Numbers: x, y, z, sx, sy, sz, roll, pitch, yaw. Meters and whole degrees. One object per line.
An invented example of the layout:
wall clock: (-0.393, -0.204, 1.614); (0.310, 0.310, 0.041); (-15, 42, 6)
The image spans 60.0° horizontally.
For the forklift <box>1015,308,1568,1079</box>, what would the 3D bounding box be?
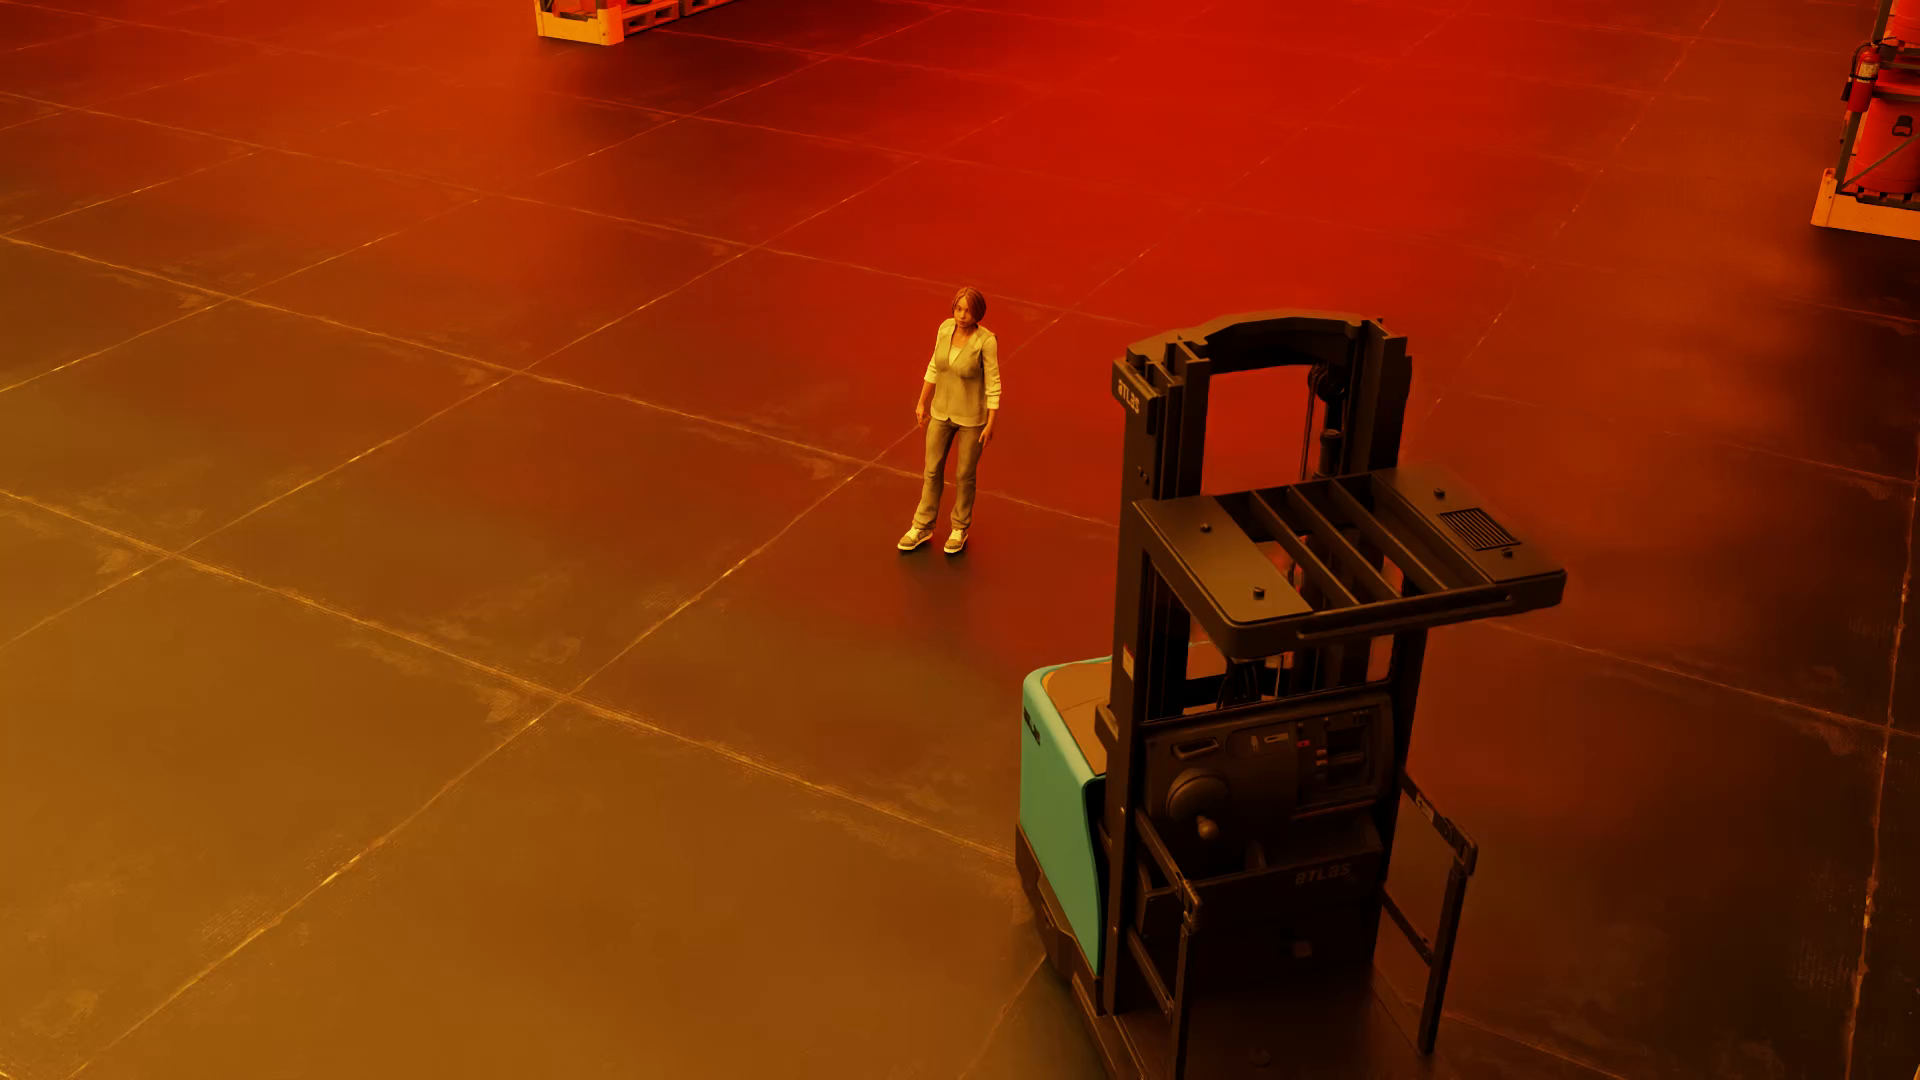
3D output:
forklift: (1.146, 0.839, 5.617); (1.130, 2.935, 3.031); (-8, 31, -14)

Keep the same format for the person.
person: (-0.049, -0.669, 9.549); (0.520, 1.599, 0.473); (15, 33, 25)
